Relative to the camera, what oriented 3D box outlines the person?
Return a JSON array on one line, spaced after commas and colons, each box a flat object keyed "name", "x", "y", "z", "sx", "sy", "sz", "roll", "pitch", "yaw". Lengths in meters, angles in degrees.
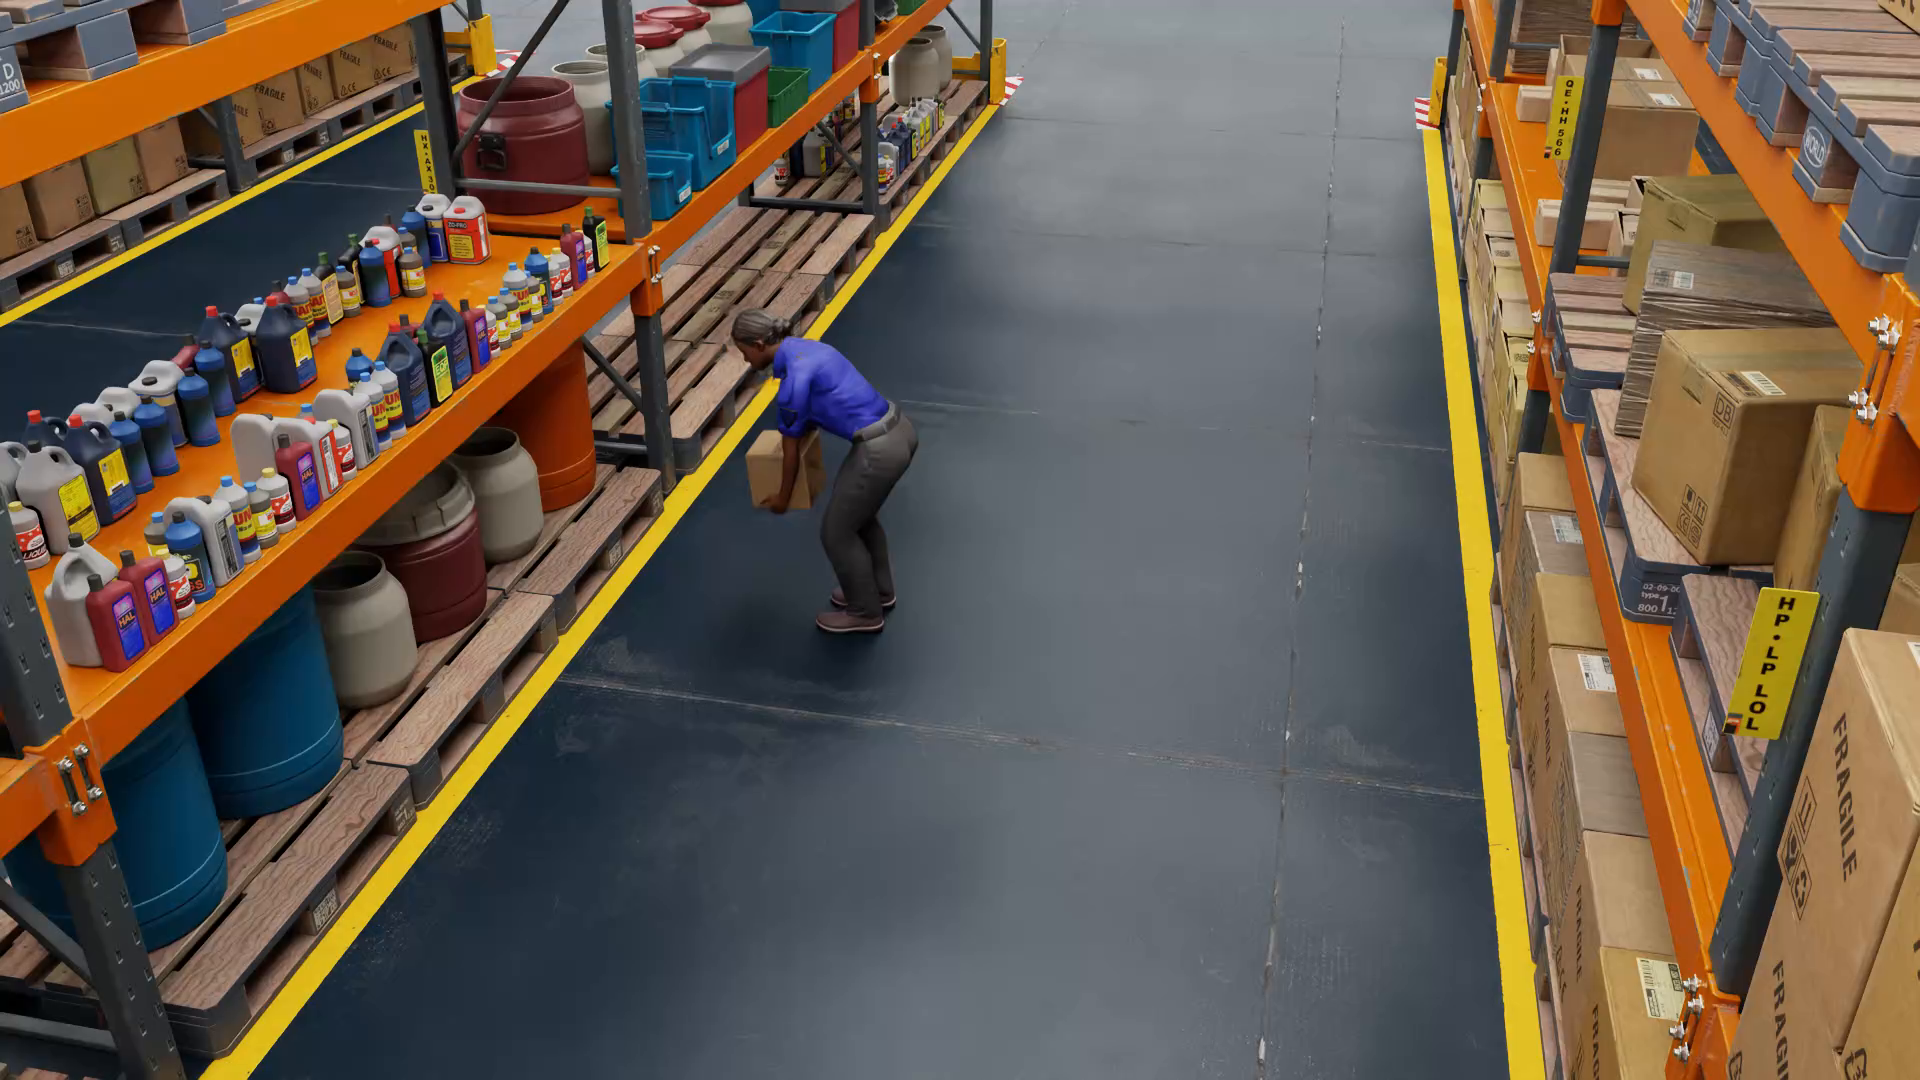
[{"name": "person", "x": -0.550, "y": -0.286, "z": 6.921, "sx": 0.735, "sy": 1.399, "sz": 0.414, "roll": 5, "pitch": 29, "yaw": 9}]
